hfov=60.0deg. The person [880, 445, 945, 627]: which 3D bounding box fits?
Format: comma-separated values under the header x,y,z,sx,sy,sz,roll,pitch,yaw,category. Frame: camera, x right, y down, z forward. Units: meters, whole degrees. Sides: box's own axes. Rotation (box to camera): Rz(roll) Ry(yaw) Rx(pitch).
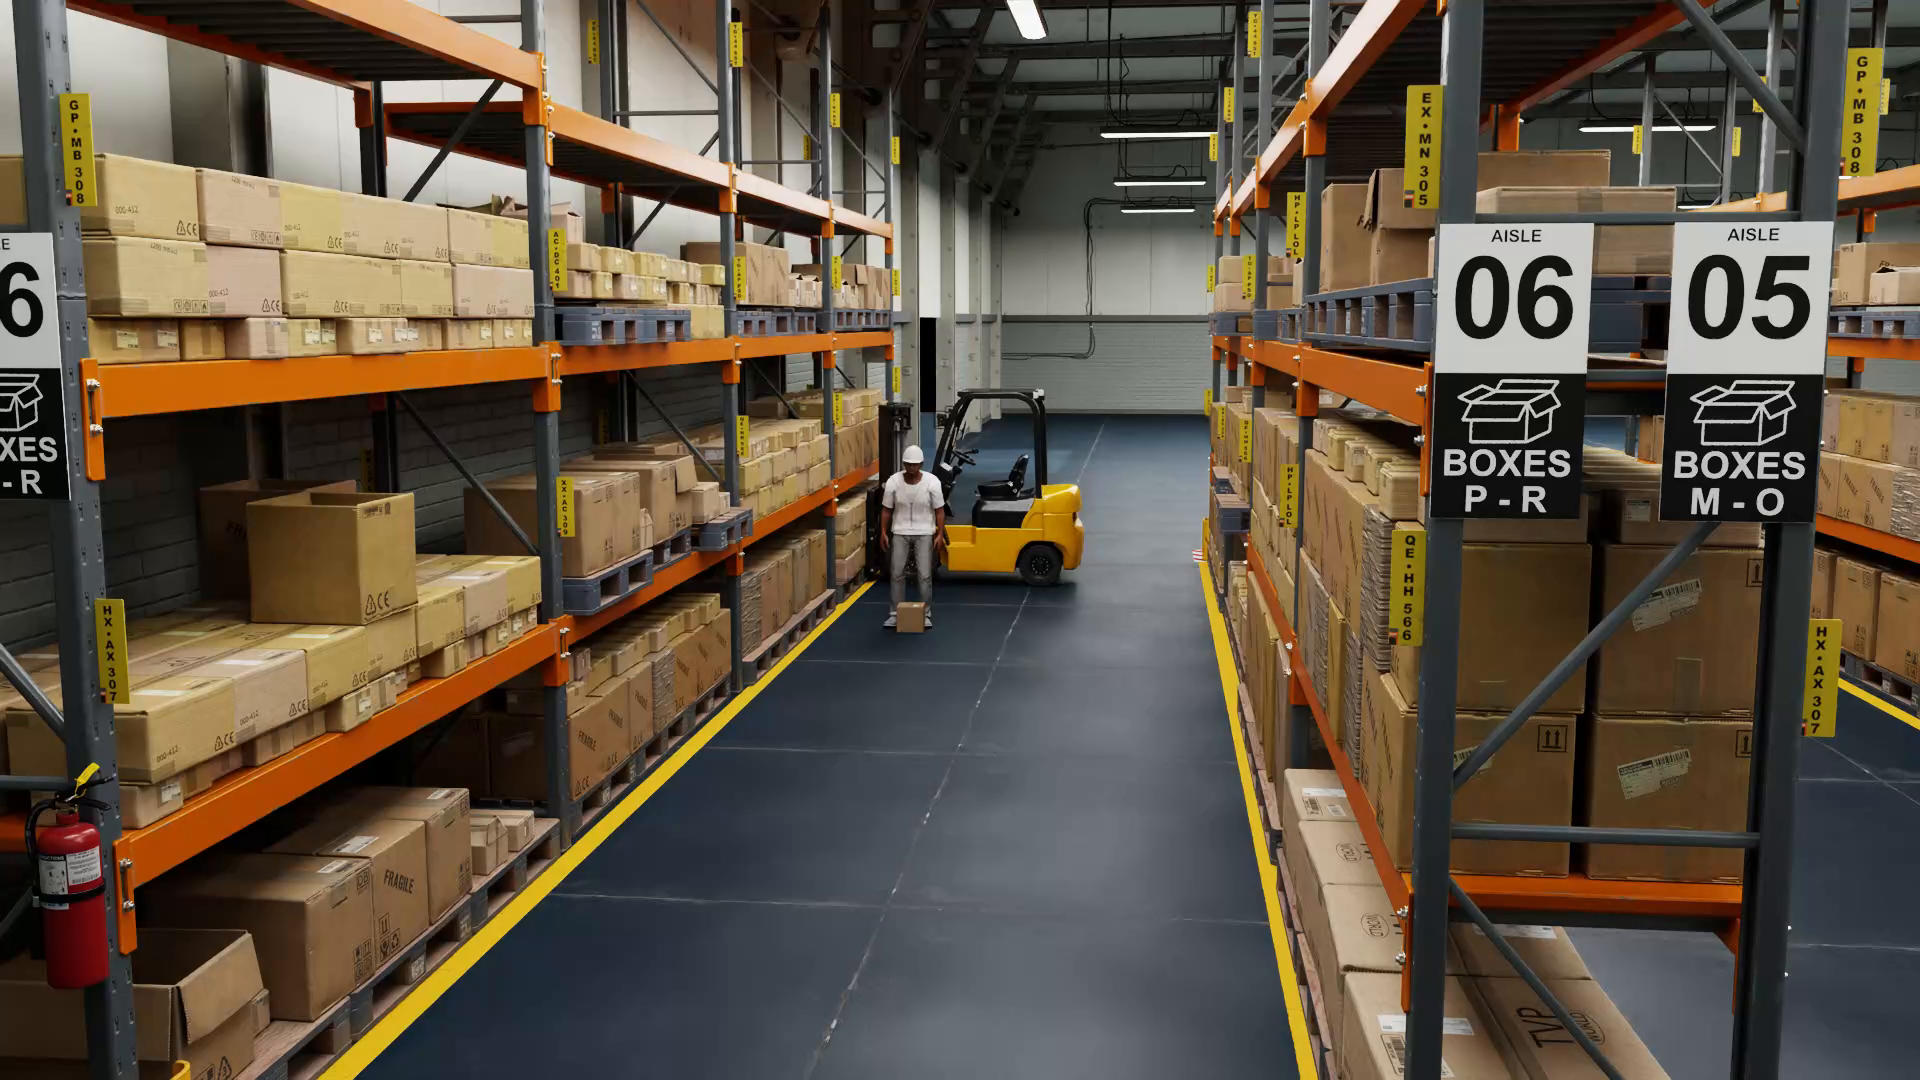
x,y,z,sx,sy,sz,roll,pitch,yaw,category
-0.462,-0.037,16.006,0.627,1.760,0.461,1,8,6,person
